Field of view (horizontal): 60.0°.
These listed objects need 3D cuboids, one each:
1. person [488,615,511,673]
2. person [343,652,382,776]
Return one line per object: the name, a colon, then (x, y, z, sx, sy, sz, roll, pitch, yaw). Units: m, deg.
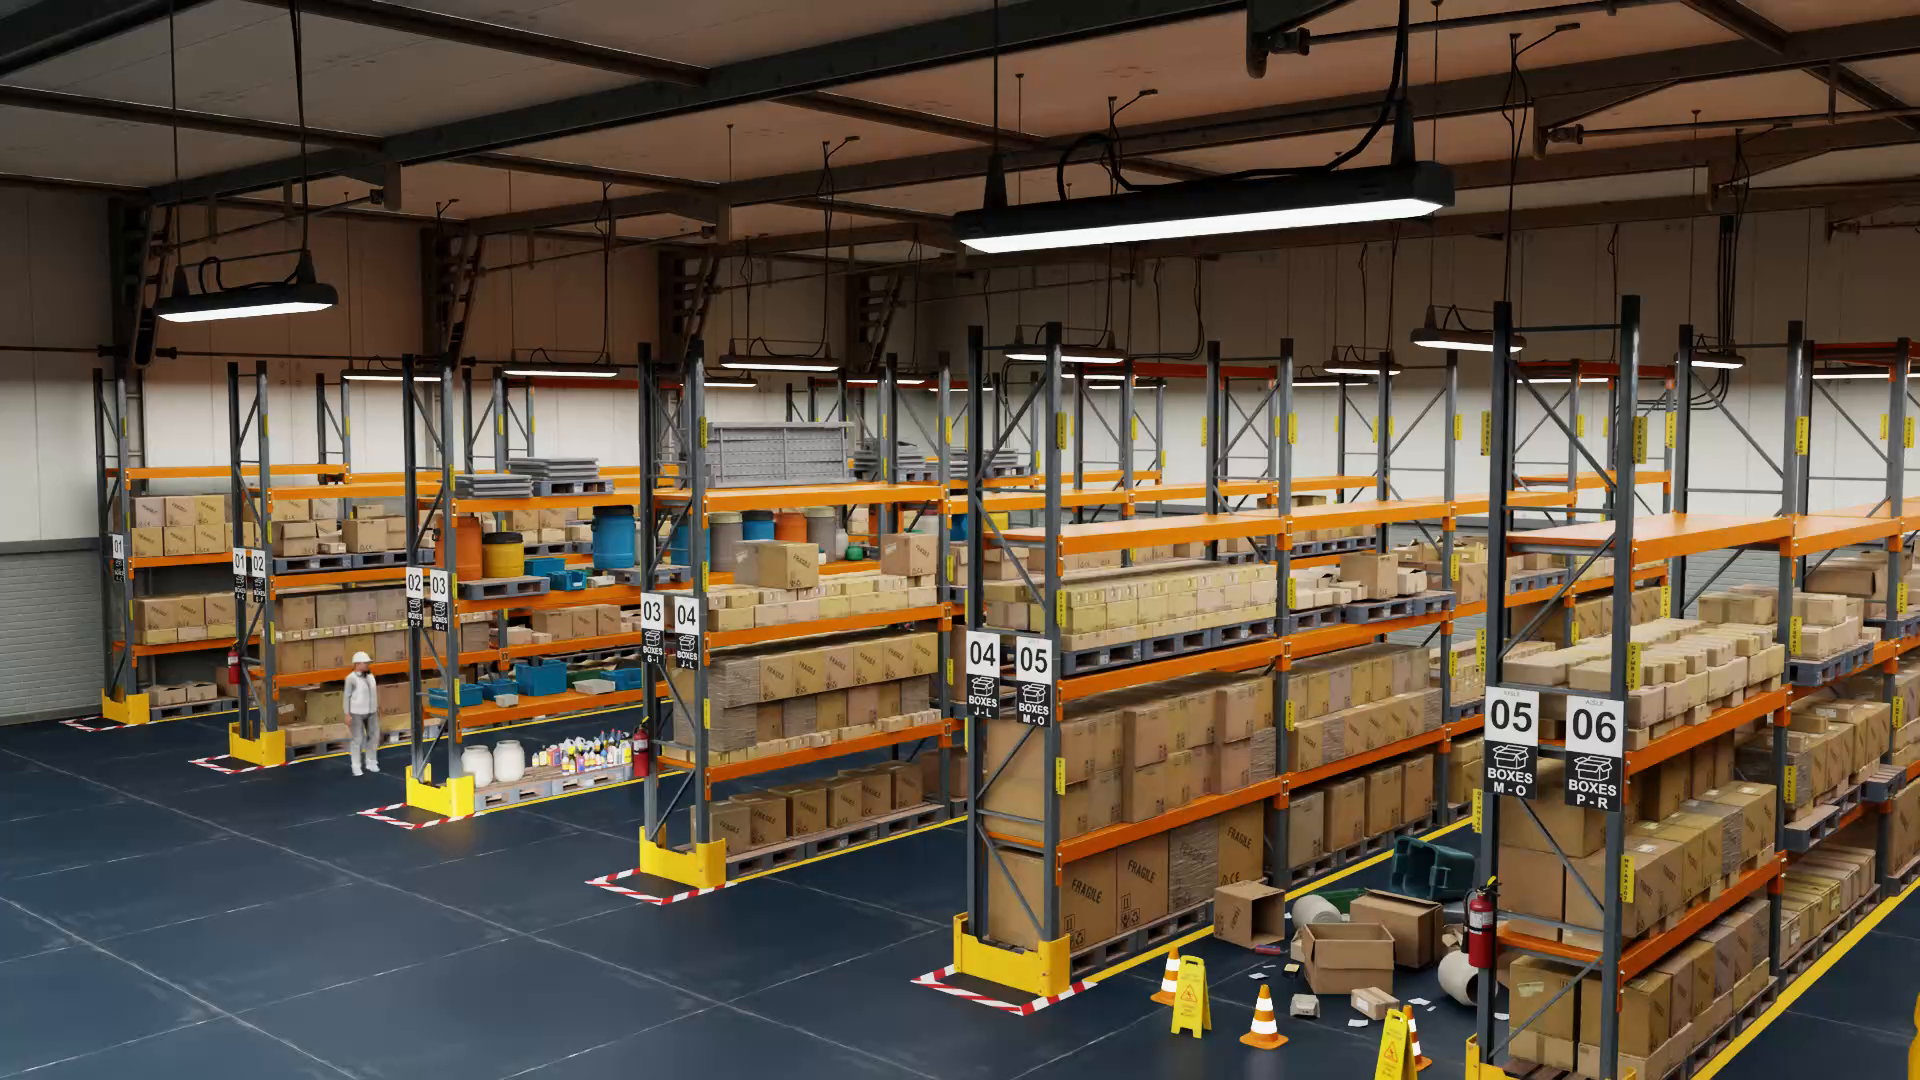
person: (-8.365, 2.152, 30.118, 0.464, 1.604, 0.351, -3, 5, -34)
person: (-8.694, 2.544, 24.166, 0.374, 1.854, 0.624, 3, 5, 32)
